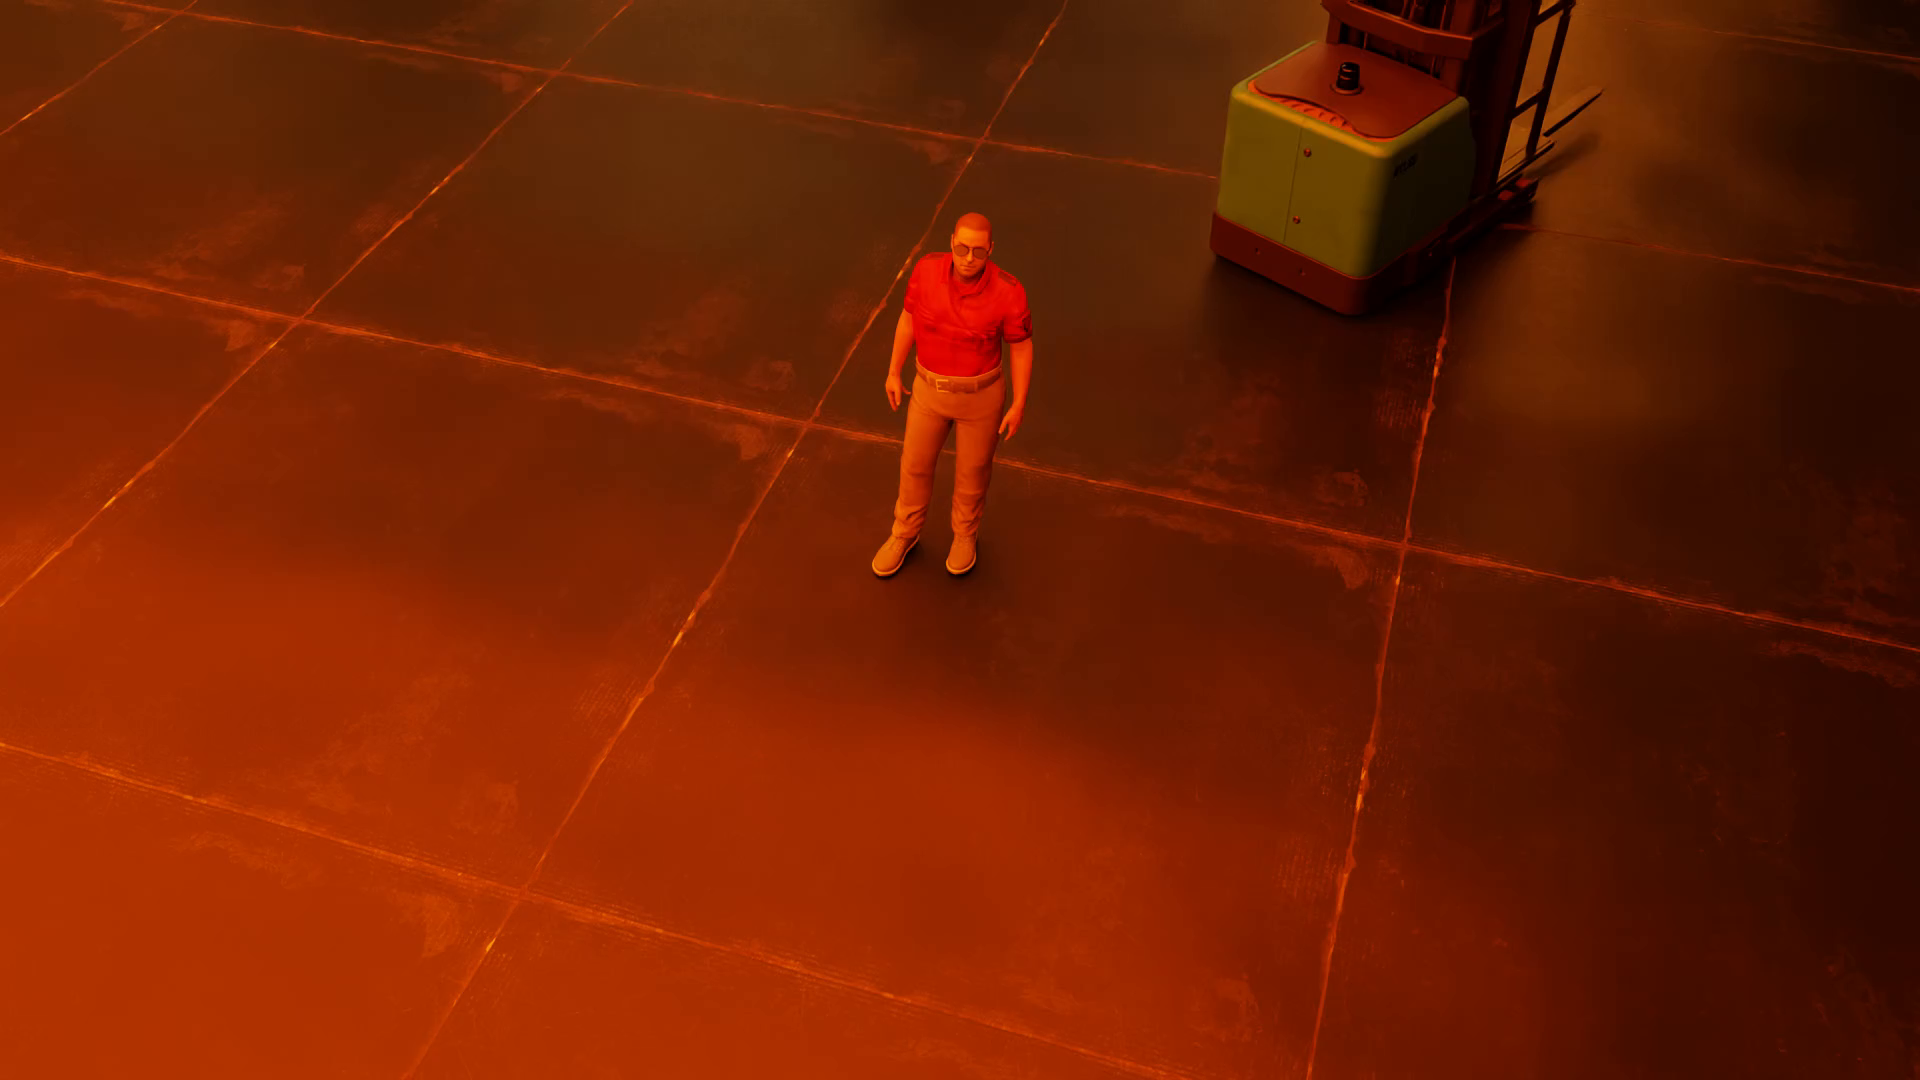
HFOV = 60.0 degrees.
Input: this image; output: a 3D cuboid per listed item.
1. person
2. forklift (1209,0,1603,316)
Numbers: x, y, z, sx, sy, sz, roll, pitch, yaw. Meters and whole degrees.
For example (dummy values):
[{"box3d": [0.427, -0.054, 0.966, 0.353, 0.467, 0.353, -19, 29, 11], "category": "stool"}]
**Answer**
[{"box3d": [-0.039, -0.582, 7.187, 0.640, 1.727, 0.551, 12, 44, 13], "category": "person"}, {"box3d": [2.815, -3.202, 9.131, 1.130, 2.935, 3.031, 33, 52, 30], "category": "forklift"}]
